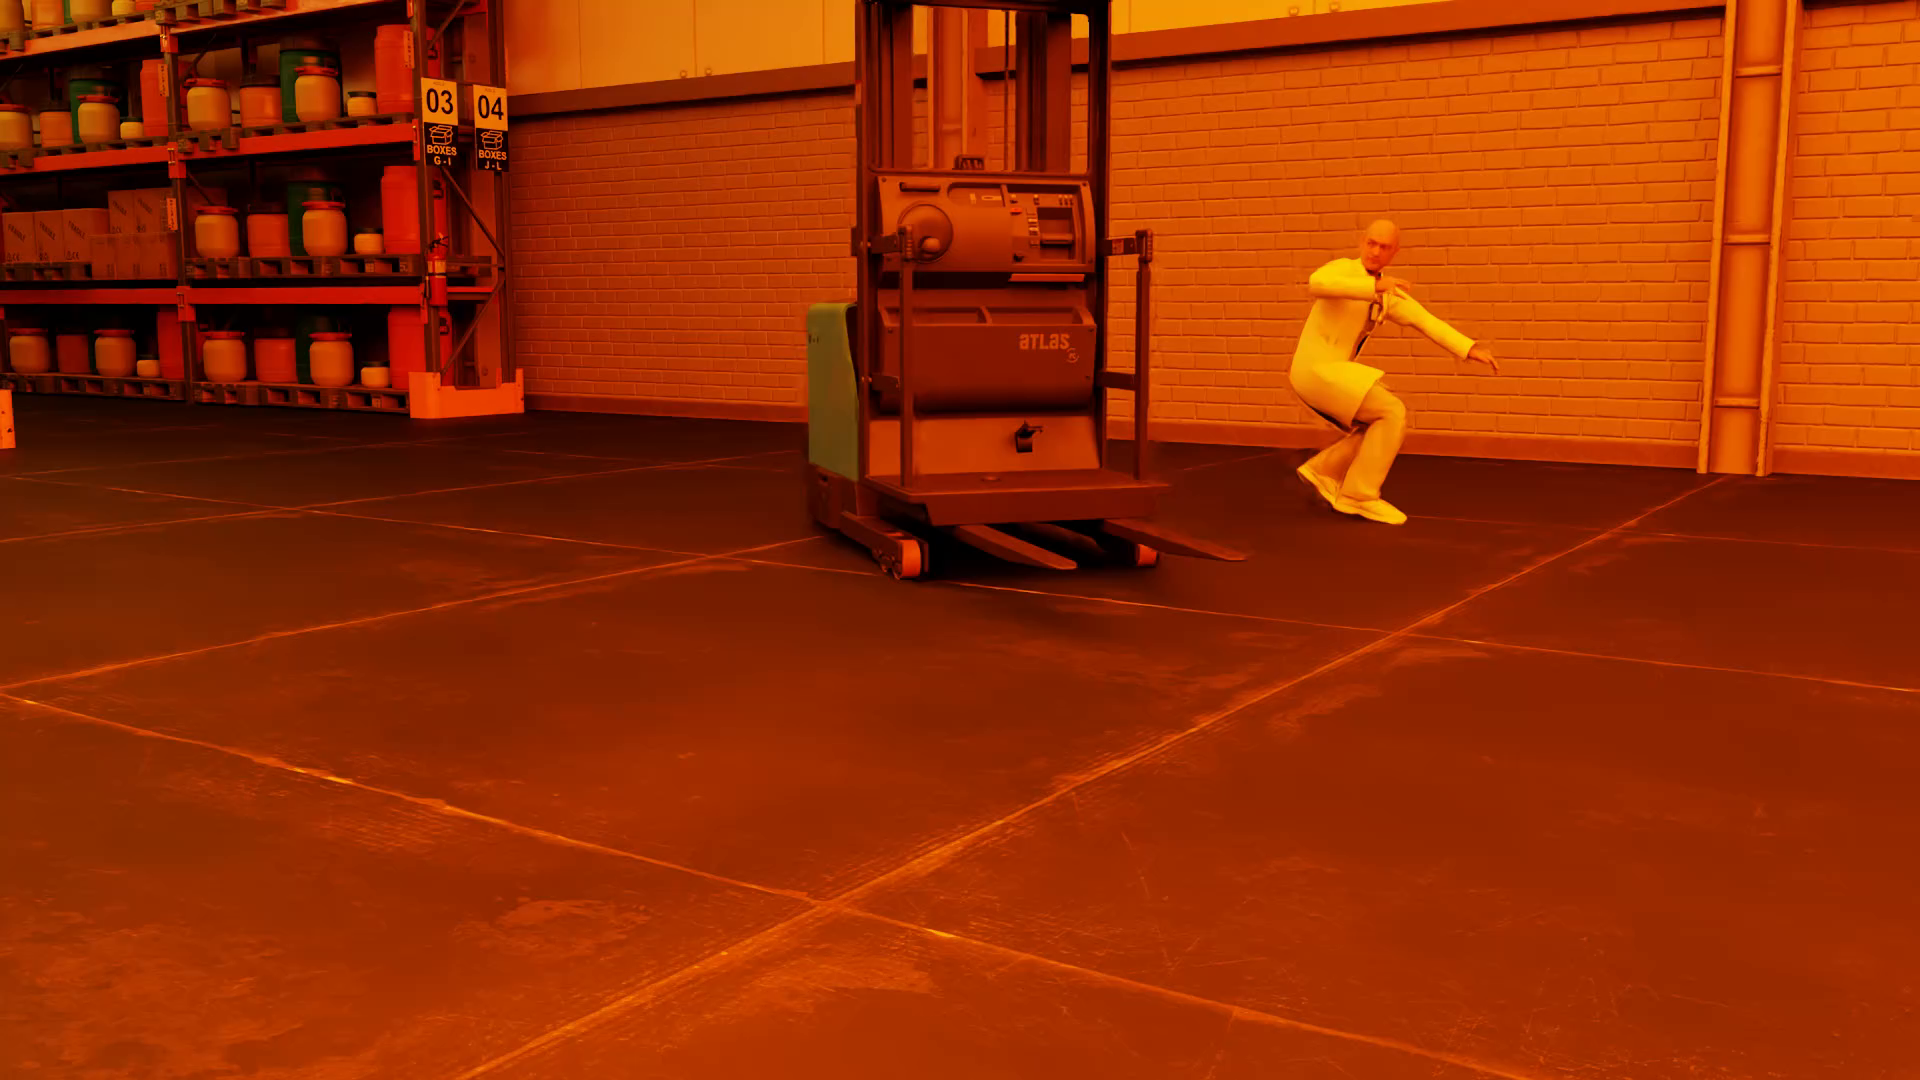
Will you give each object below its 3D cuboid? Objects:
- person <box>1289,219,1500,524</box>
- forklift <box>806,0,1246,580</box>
[{"bbox_3d":[2.135,-0.833,8.273,0.991,1.498,0.844,4,9,25],"label":"person"},{"bbox_3d":[0.183,-1.355,6.724,1.130,2.935,3.031,-3,8,-17],"label":"forklift"}]
